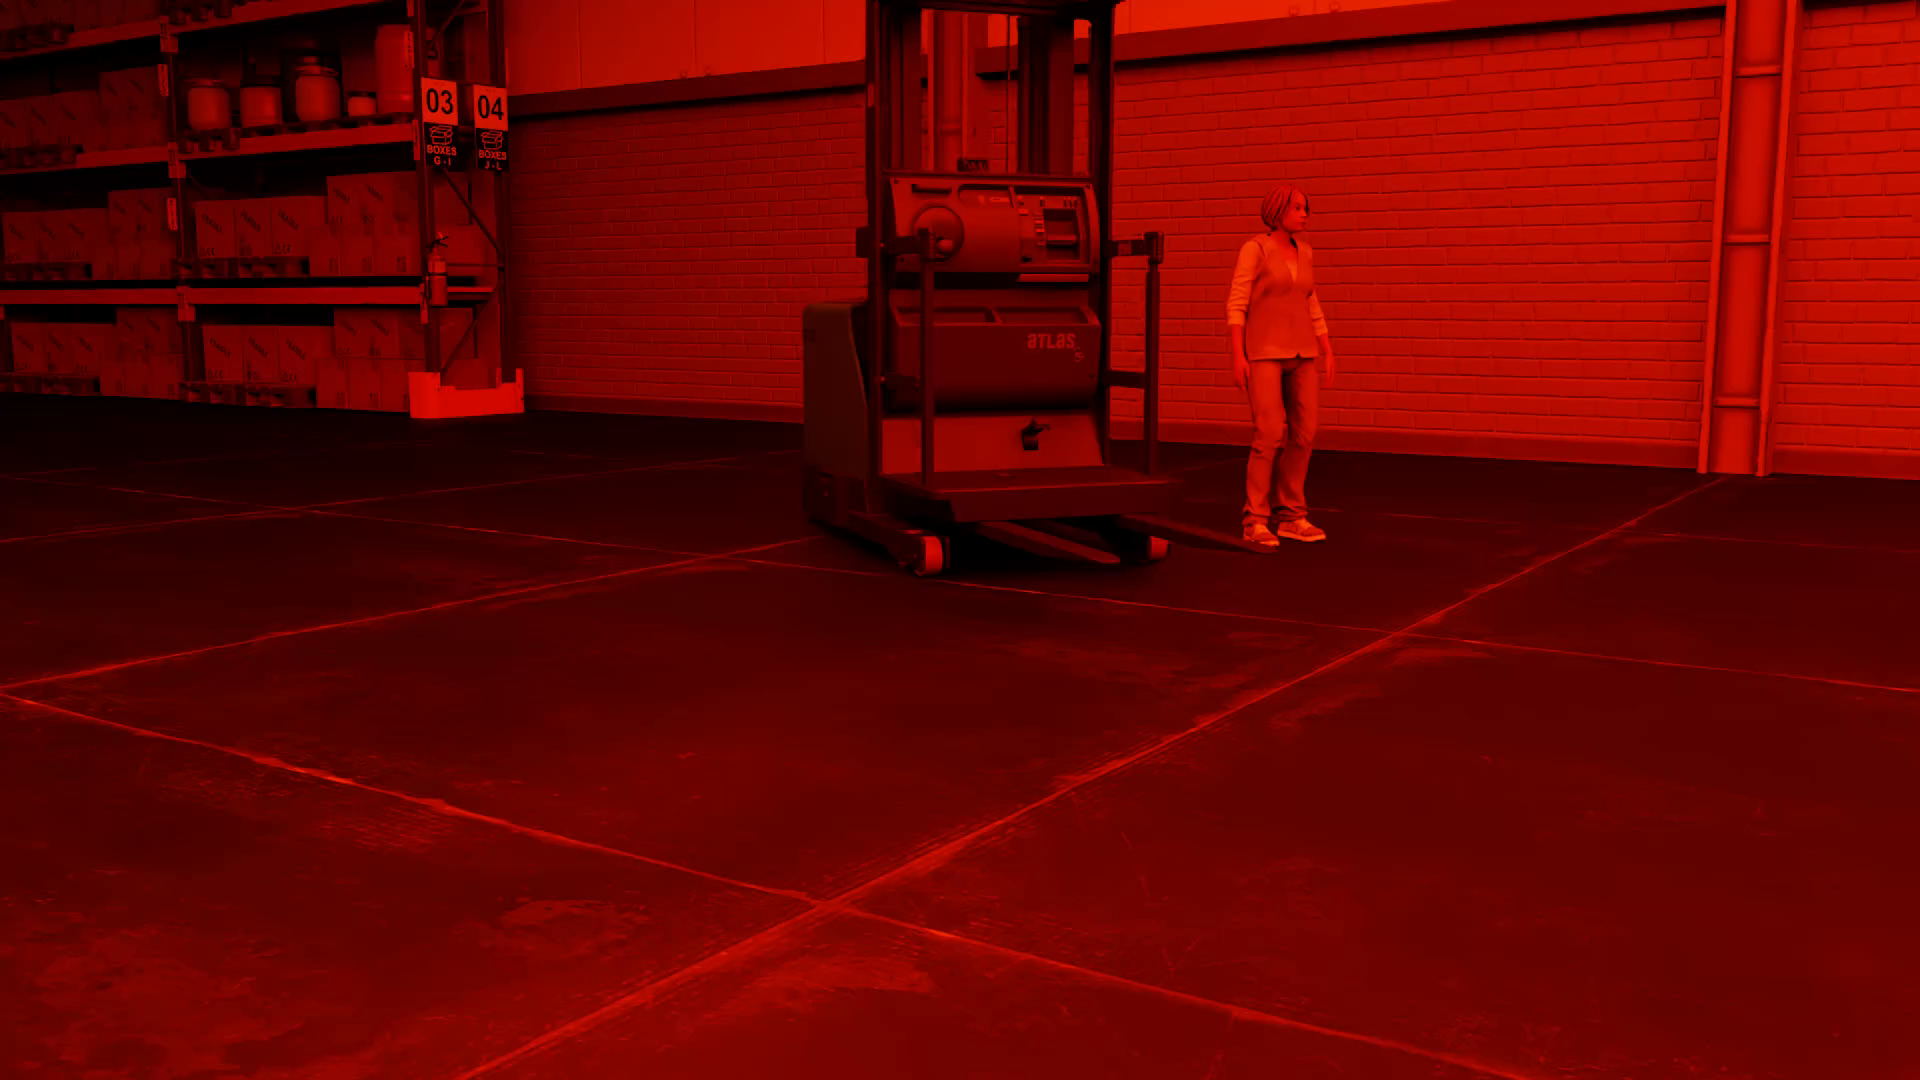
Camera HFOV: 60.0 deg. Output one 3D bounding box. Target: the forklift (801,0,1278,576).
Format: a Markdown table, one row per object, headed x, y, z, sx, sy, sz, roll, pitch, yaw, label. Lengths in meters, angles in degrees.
| x | y | z | sx | sy | sz | roll | pitch | yaw | label |
| --- | --- | --- | --- | --- | --- | --- | --- | --- | --- |
| 0.233 | -1.371 | 6.836 | 1.130 | 2.935 | 3.031 | -3 | 9 | -21 | forklift |

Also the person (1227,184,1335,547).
| x | y | z | sx | sy | sz | roll | pitch | yaw | label |
| --- | --- | --- | --- | --- | --- | --- | --- | --- | --- |
| 1.467 | -0.785 | 7.452 | 0.530 | 1.600 | 0.401 | -4 | 9 | -28 | person |
